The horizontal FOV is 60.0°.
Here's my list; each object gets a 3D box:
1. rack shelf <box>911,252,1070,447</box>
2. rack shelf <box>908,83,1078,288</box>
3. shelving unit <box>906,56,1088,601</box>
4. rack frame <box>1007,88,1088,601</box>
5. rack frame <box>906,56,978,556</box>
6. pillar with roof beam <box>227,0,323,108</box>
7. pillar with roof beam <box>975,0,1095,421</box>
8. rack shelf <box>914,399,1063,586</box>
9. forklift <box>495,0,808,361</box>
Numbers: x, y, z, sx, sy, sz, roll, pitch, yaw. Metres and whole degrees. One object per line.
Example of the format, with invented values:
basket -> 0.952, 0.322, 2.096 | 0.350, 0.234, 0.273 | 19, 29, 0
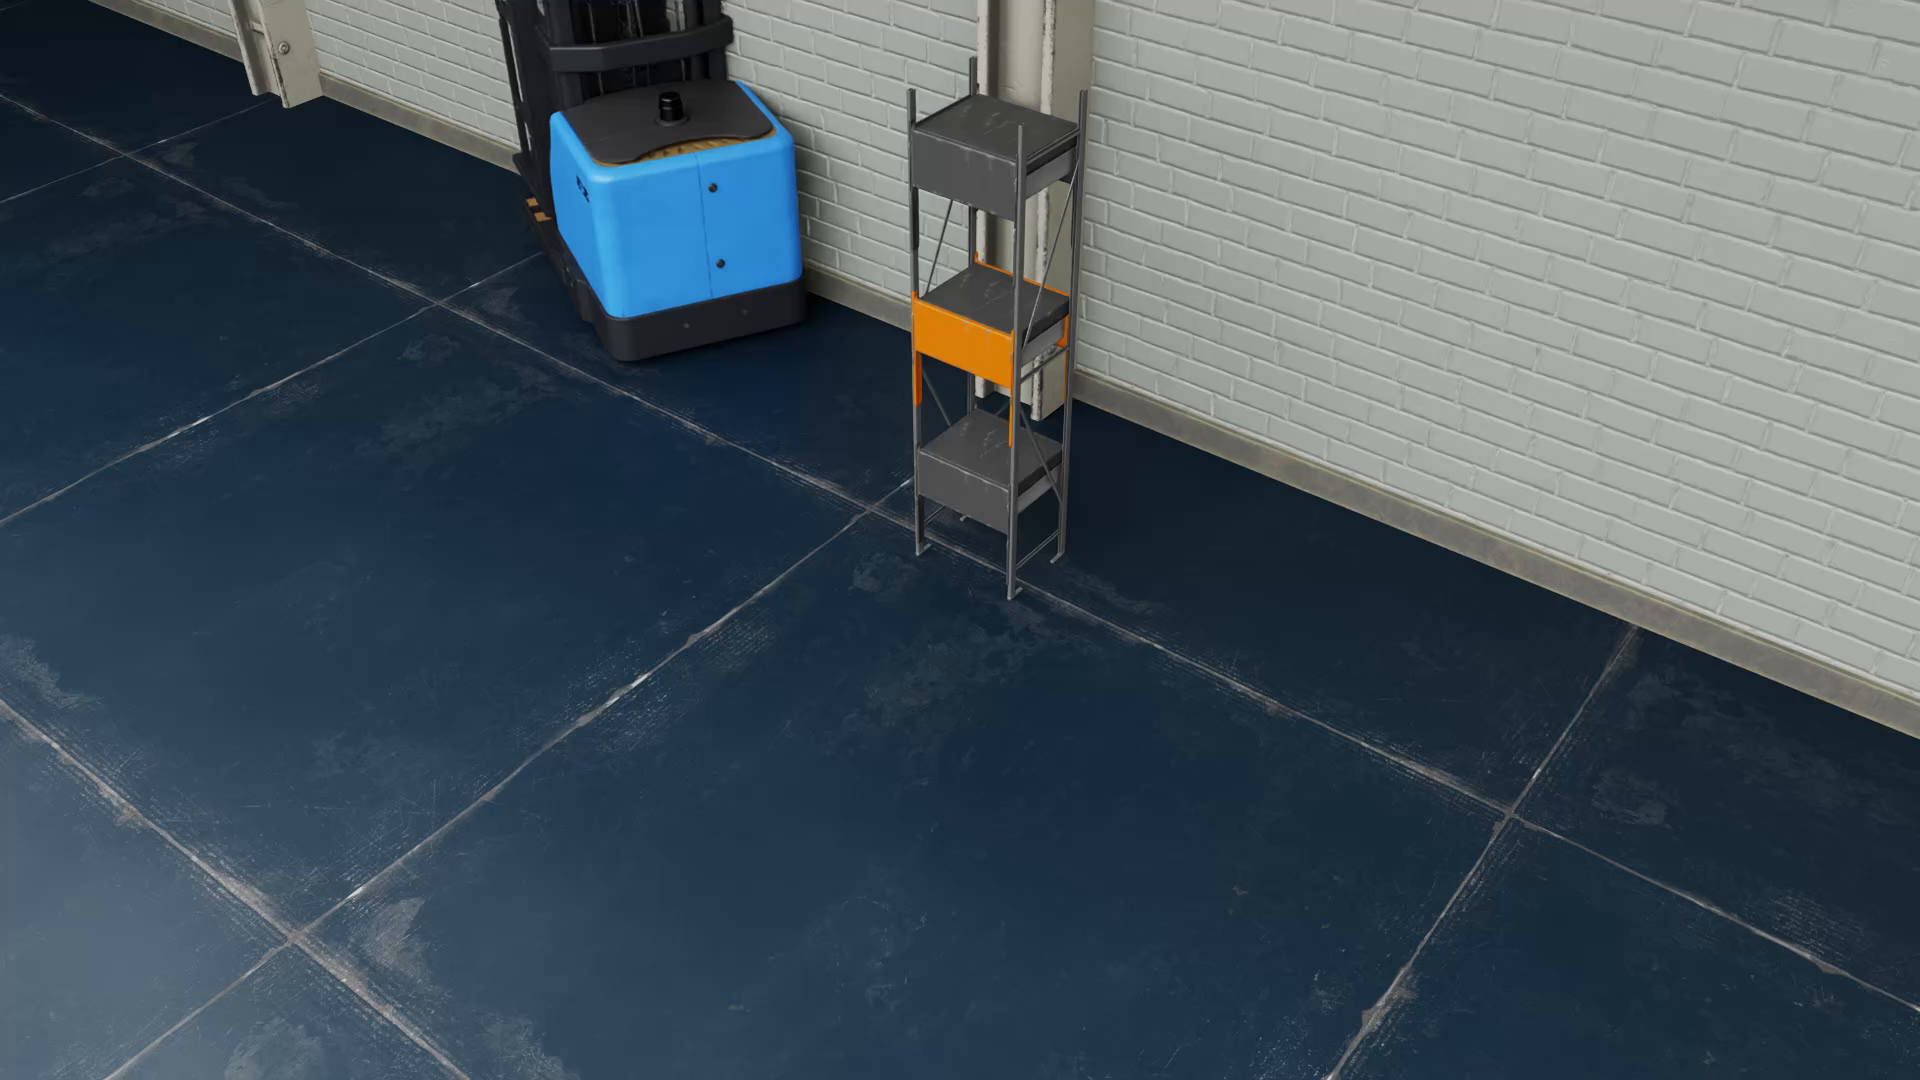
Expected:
rack shelf -> 0.131, -0.754, 6.532 | 0.480, 0.518, 0.431 | 25, 45, 29
rack shelf -> 0.131, -1.305, 6.100 | 0.480, 0.518, 0.431 | 25, 45, 29
shelving unit -> 0.131, -0.765, 6.524 | 0.503, 2.100, 0.431 | 25, 45, 29
rack frame -> 0.325, -0.673, 6.407 | 0.015, 2.100, 0.400 | 25, 45, 29
rack frame -> -0.062, -0.856, 6.640 | 0.015, 2.100, 0.400 | 25, 45, 29
pillar with roof beam -> -7.063, -4.399, 5.569 | 0.400, 9.000, 9.100 | 25, 45, 29
pillar with roof beam -> -2.298, -2.152, 2.699 | 0.400, 9.000, 9.100 | 25, 45, 29
rack shelf -> 0.131, -0.203, 6.963 | 0.480, 0.518, 0.431 | 25, 45, 29
forklift -> -1.865, -2.947, 8.636 | 1.130, 2.935, 3.031 | -16, 41, -19
